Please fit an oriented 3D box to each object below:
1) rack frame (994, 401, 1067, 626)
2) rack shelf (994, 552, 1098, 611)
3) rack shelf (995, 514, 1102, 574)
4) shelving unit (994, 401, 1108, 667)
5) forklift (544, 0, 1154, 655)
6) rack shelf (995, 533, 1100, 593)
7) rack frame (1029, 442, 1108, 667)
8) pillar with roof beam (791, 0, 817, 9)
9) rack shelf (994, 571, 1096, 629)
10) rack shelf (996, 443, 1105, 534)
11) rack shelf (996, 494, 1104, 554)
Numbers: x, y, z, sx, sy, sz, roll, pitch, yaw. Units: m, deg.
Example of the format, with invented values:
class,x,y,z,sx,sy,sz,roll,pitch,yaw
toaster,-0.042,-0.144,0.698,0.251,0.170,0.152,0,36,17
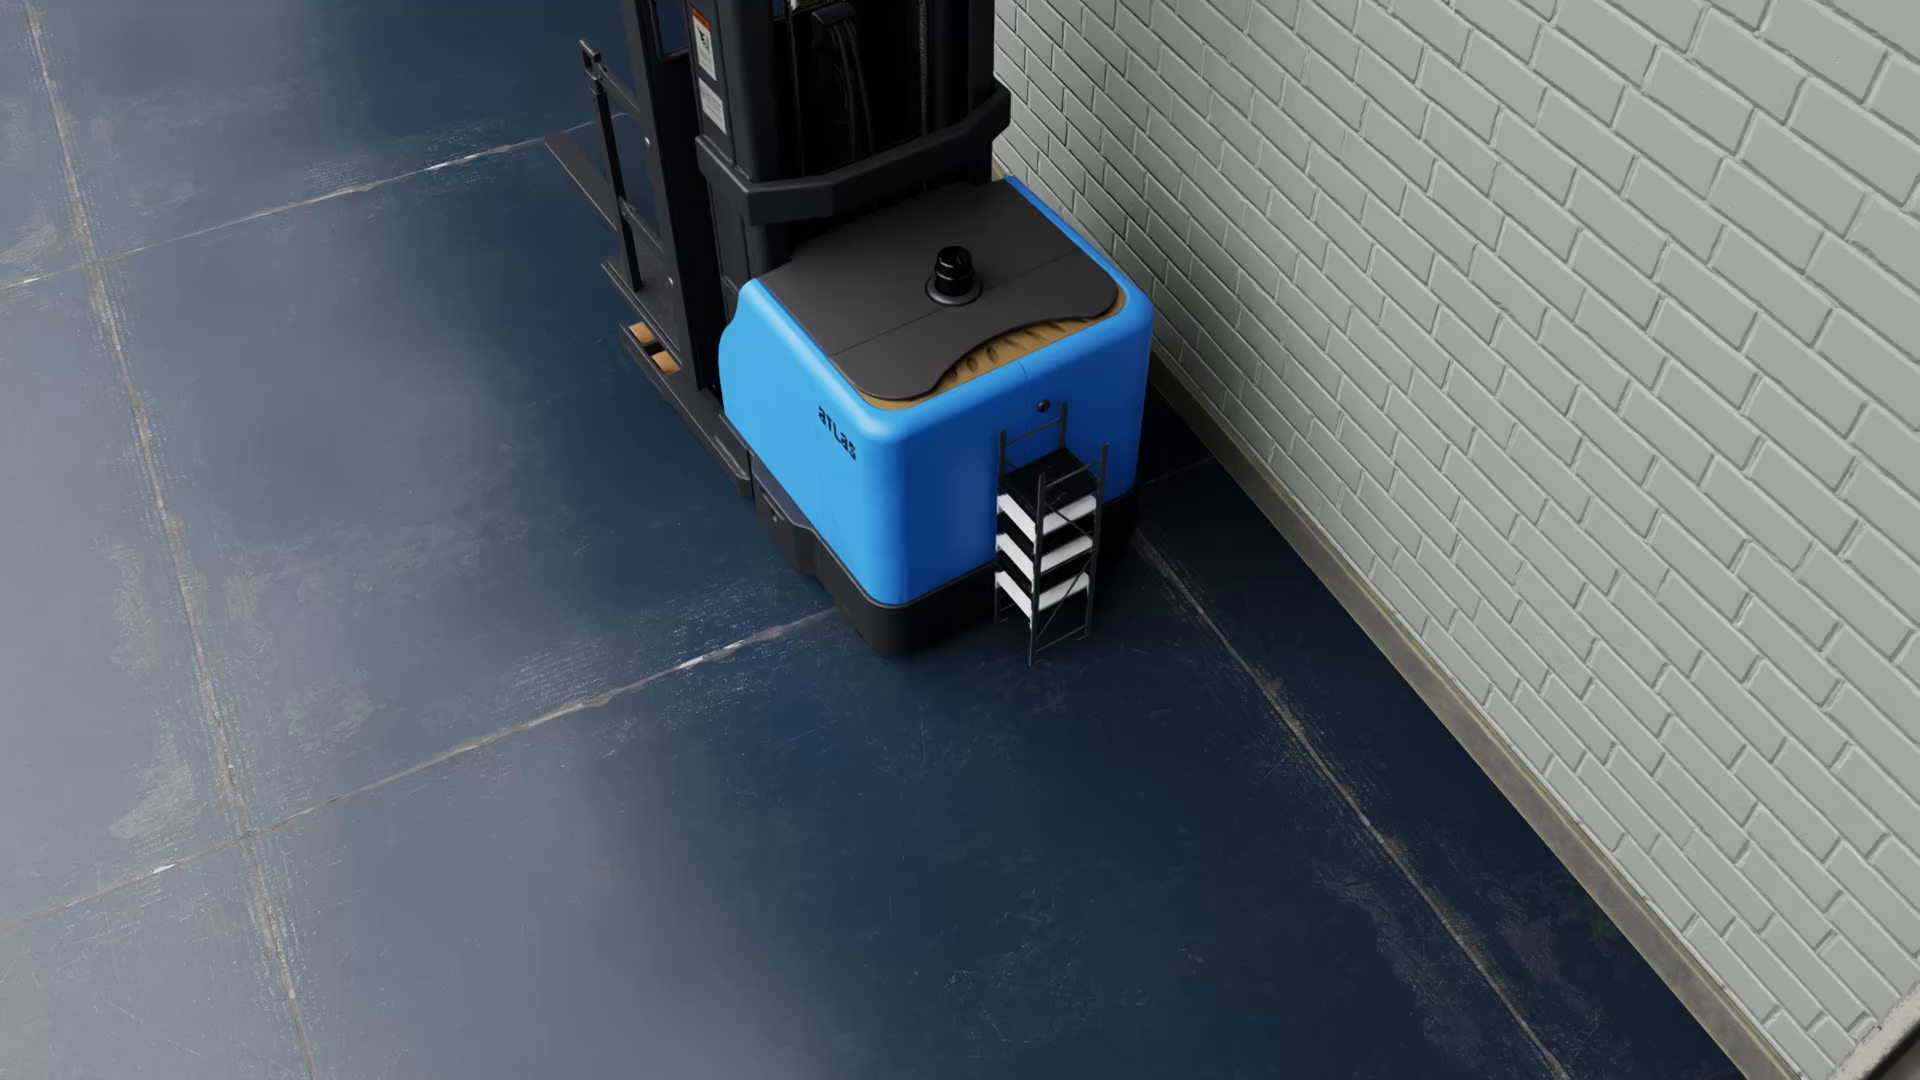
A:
class,x,y,z,sx,sy,sz,roll,pitch,yaw
rack frame,0.215,-0.063,5.207,0.240,0.900,0.006,-26,54,-21
rack shelf,0.271,0.082,5.244,0.258,0.077,0.200,-26,54,-21
rack shelf,0.271,-0.036,5.109,0.258,0.077,0.200,-26,54,-21
shelving unit,0.271,0.001,5.151,0.258,0.900,0.210,-26,54,-21
forklift,-0.627,-1.688,5.279,1.130,2.935,3.031,-26,54,-21
rack shelf,0.271,0.023,5.176,0.258,0.077,0.200,-26,54,-21
rack frame,0.326,0.065,5.095,0.240,0.900,0.006,-26,54,-21
pillar with roof beam,-4.382,-3.747,3.049,9.100,9.000,0.400,-21,52,-18
rack shelf,0.271,0.141,5.312,0.258,0.077,0.200,-26,54,-21
rack shelf,0.271,-0.155,4.973,0.258,0.077,0.200,-26,54,-21
rack shelf,0.271,-0.096,5.041,0.258,0.077,0.200,-26,54,-21
